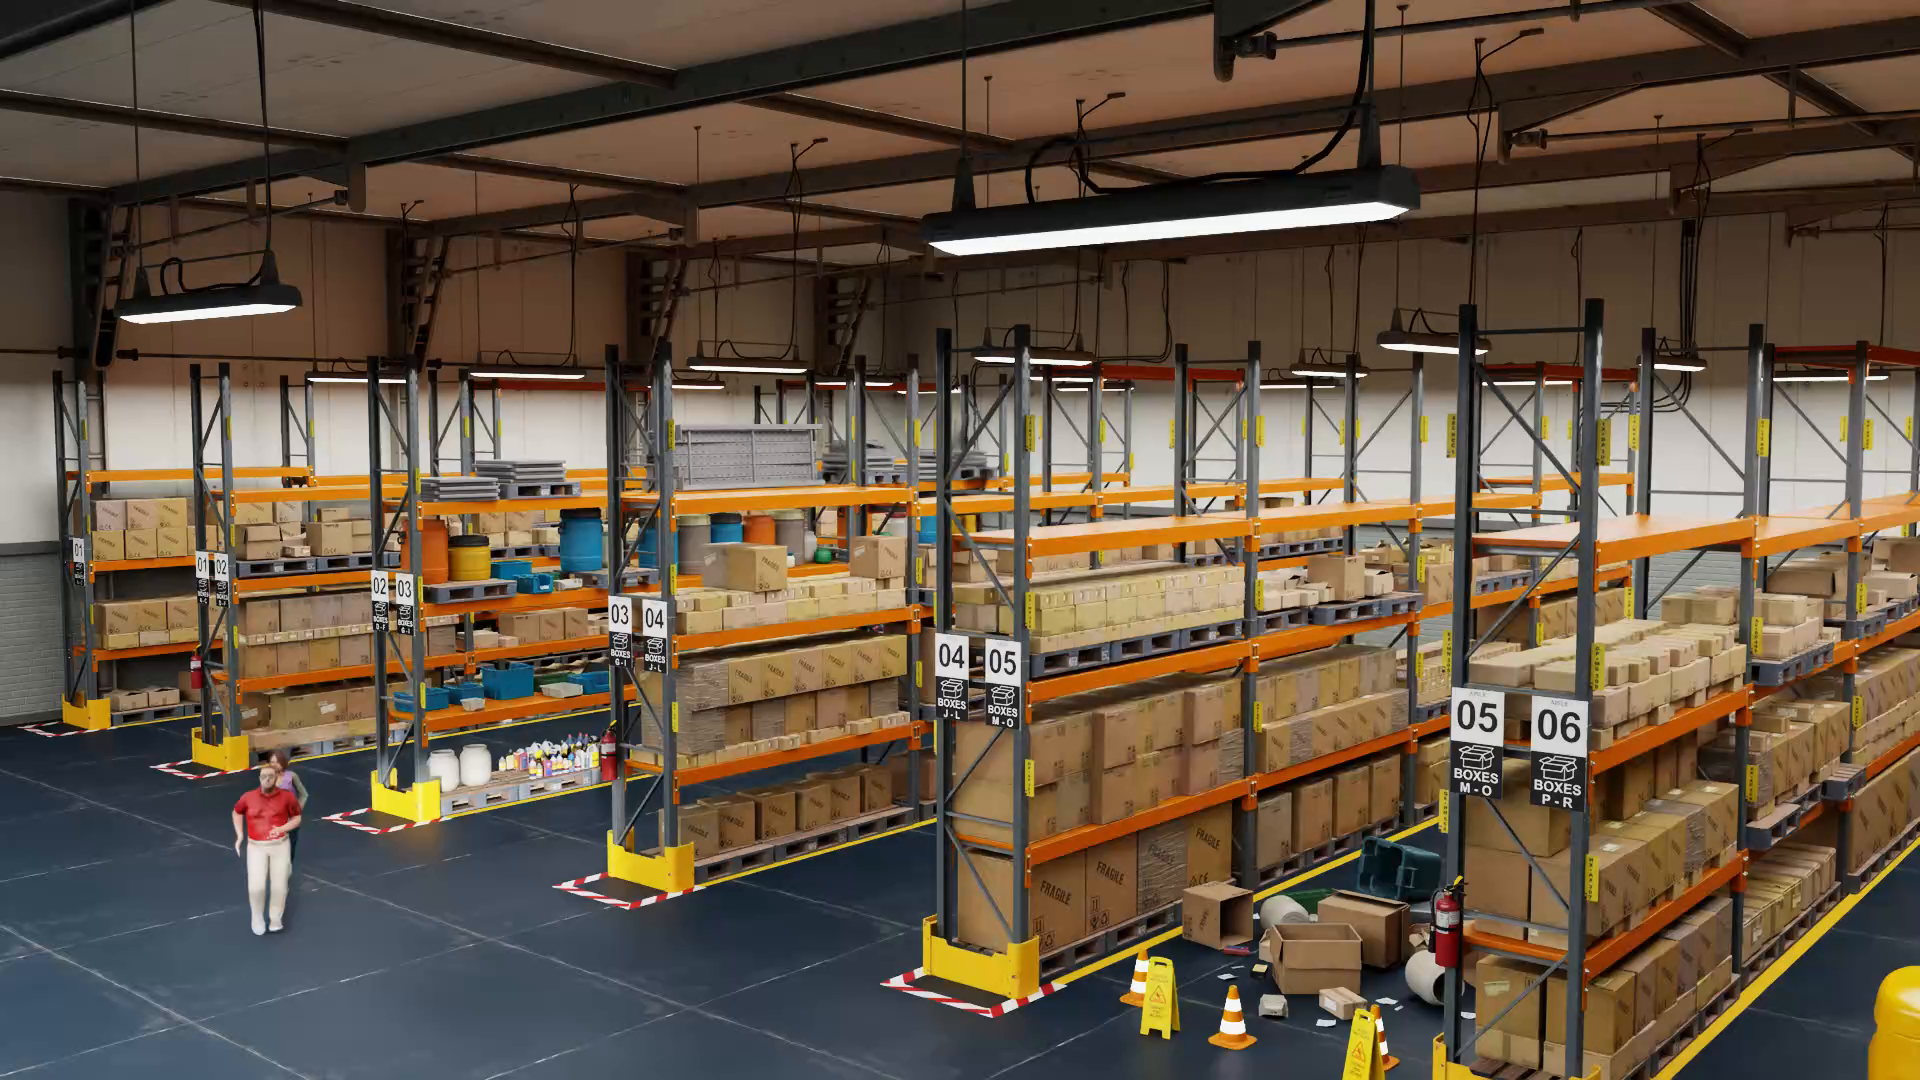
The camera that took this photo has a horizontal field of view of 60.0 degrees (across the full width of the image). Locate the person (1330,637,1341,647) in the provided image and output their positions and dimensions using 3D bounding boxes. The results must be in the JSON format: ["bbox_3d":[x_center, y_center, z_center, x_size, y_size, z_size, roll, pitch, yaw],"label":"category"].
[{"bbox_3d":[6.219,2.312,27.211,0.632,1.743,0.614,3,5,36],"label":"person"}]

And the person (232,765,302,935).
[{"bbox_3d":[-6.917,3.112,16.622,0.642,1.704,0.666,-2,4,-23],"label":"person"}]

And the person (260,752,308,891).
[{"bbox_3d":[-7.401,3.084,18.160,0.536,1.570,0.515,-1,4,-14],"label":"person"}]
